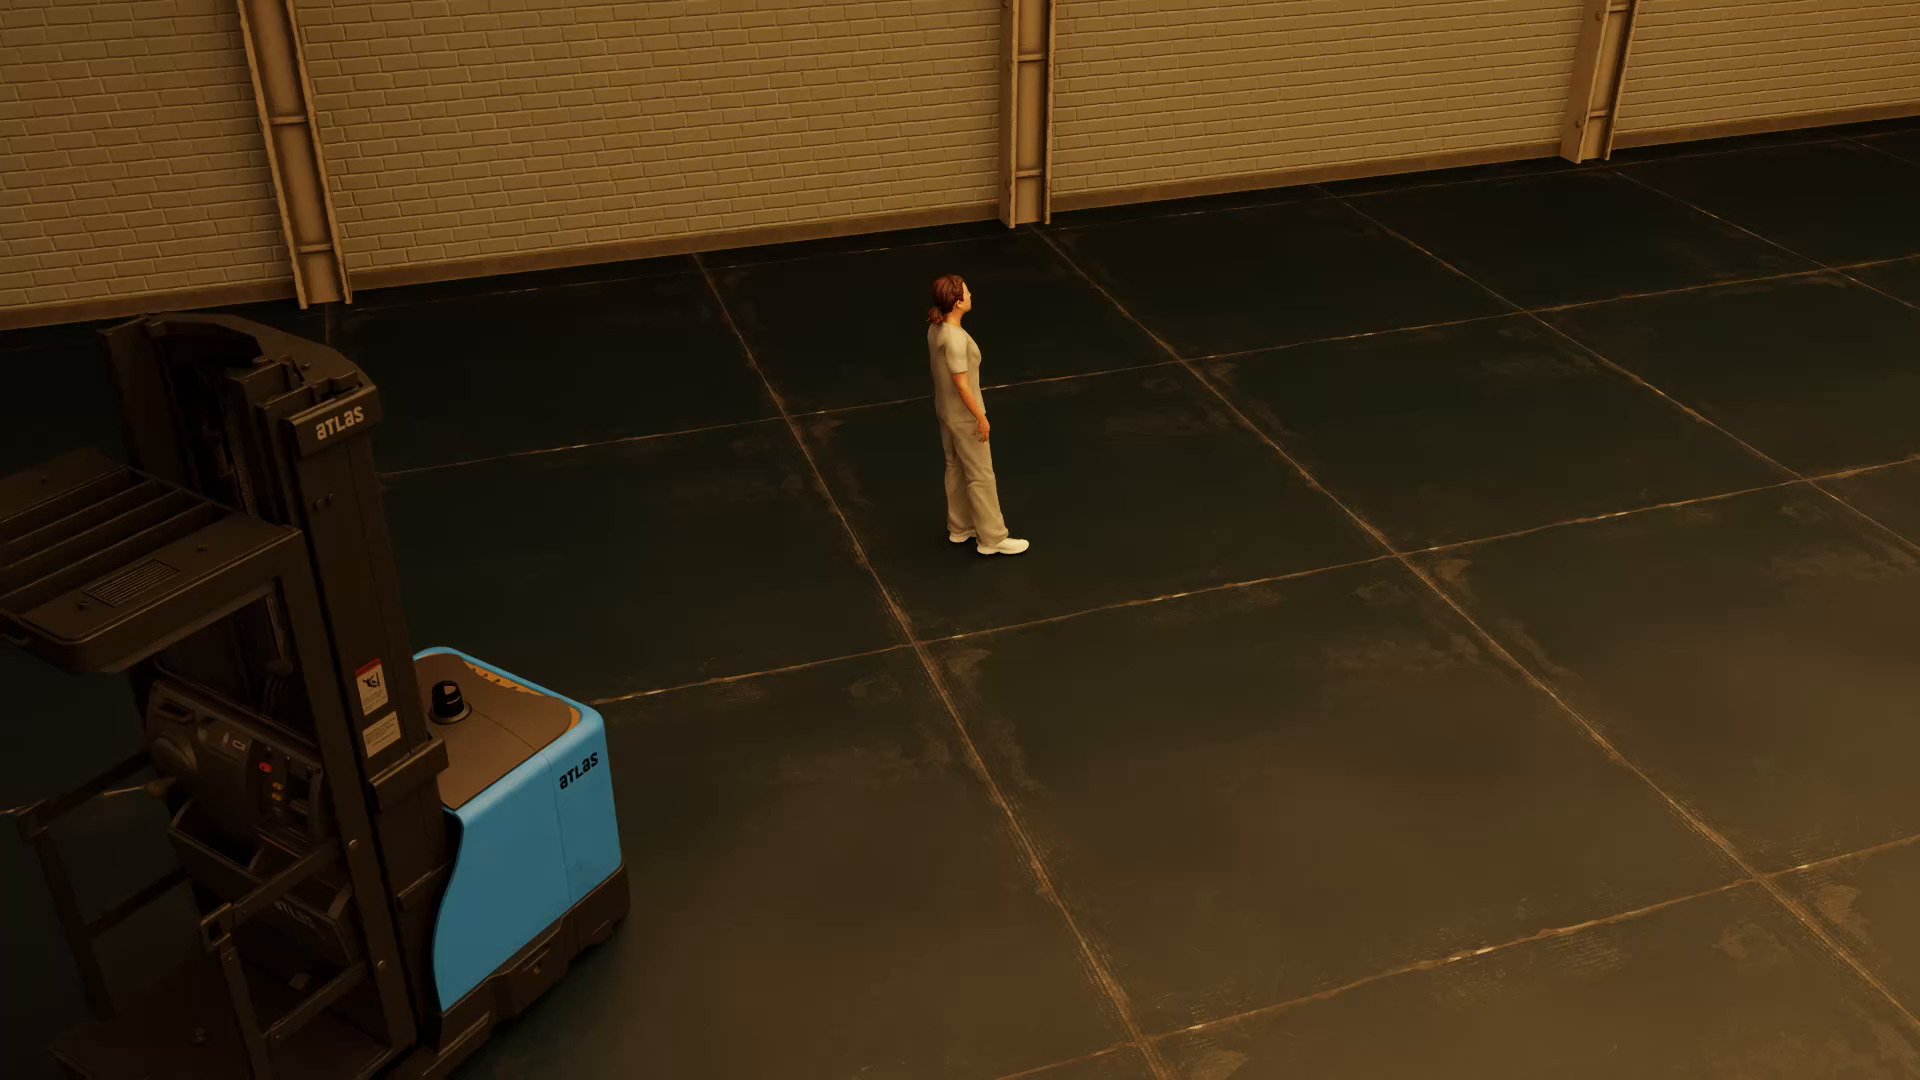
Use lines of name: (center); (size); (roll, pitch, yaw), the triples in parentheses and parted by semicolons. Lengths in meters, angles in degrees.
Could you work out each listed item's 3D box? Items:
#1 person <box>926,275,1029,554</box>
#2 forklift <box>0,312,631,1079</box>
person: (0.074, -0.738, 9.613); (0.549, 1.675, 0.549); (-10, 31, -16)
forklift: (-2.633, 0.842, 5.624); (1.130, 2.935, 3.031); (18, 34, 28)
